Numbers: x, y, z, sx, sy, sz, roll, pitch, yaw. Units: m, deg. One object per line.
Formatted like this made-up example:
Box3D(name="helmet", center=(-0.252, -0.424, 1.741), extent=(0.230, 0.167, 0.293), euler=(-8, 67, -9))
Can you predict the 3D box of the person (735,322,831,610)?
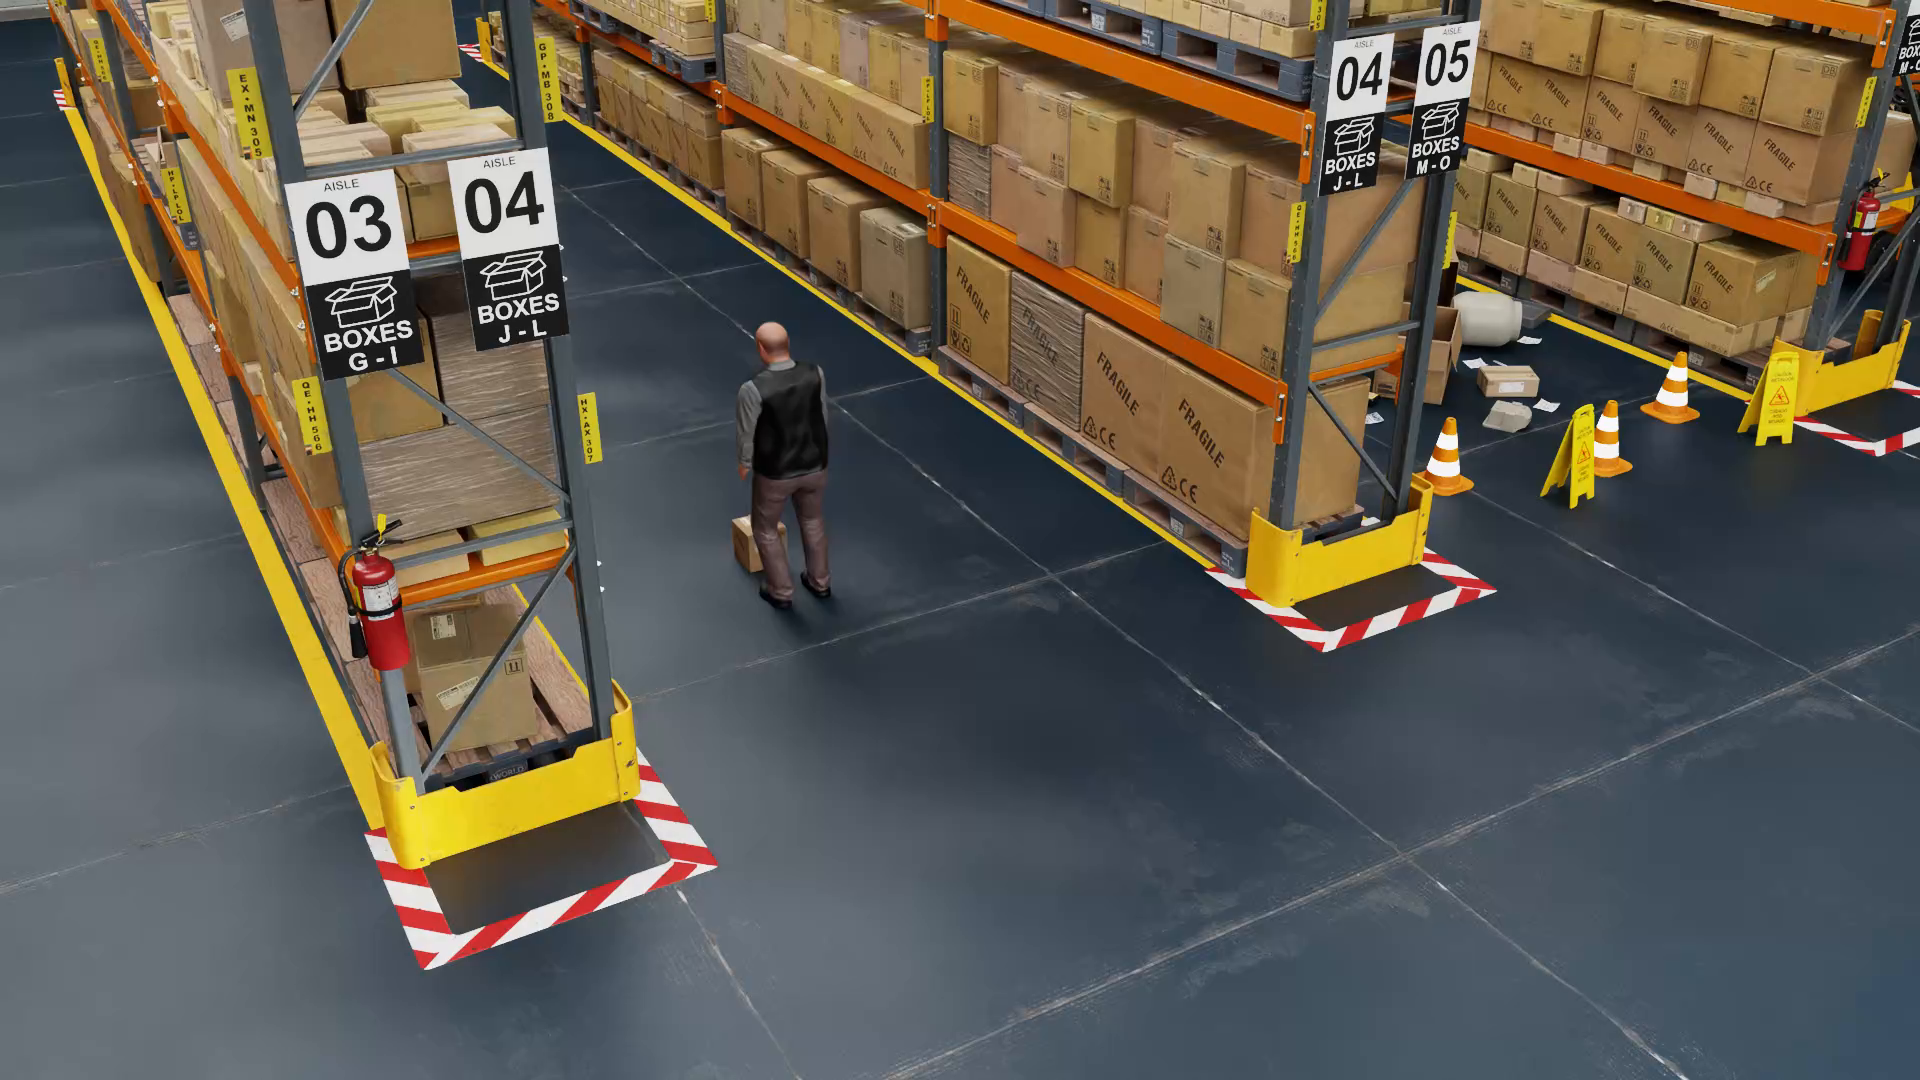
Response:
Box3D(name="person", center=(-0.987, -0.403, 9.370), extent=(0.552, 1.685, 0.403), euler=(-15, 32, -25))
